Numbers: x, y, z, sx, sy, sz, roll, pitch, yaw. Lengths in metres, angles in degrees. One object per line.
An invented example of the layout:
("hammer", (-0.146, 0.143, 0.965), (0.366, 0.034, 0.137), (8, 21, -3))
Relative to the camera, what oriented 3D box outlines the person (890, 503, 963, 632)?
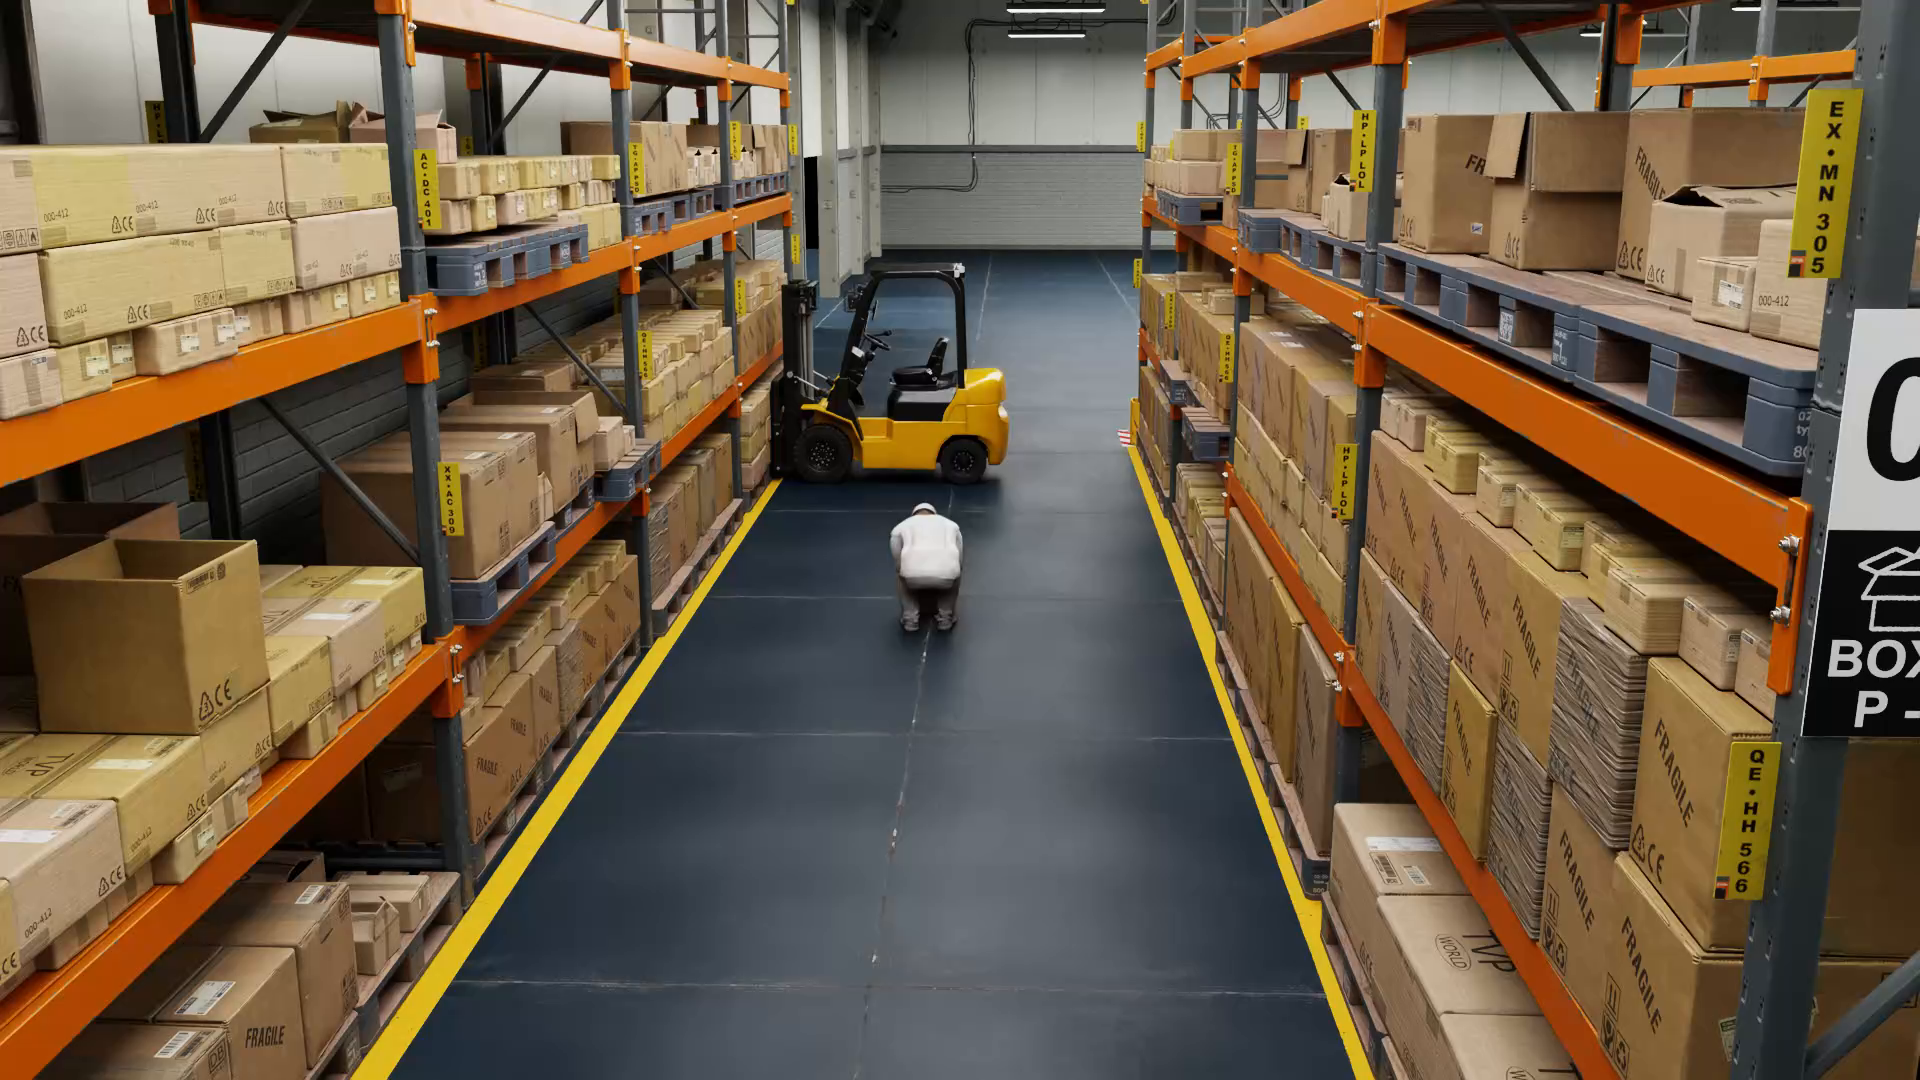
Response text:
("person", (-0.247, 0.230, 12.151), (0.531, 0.849, 0.947), (0, 14, 0))
